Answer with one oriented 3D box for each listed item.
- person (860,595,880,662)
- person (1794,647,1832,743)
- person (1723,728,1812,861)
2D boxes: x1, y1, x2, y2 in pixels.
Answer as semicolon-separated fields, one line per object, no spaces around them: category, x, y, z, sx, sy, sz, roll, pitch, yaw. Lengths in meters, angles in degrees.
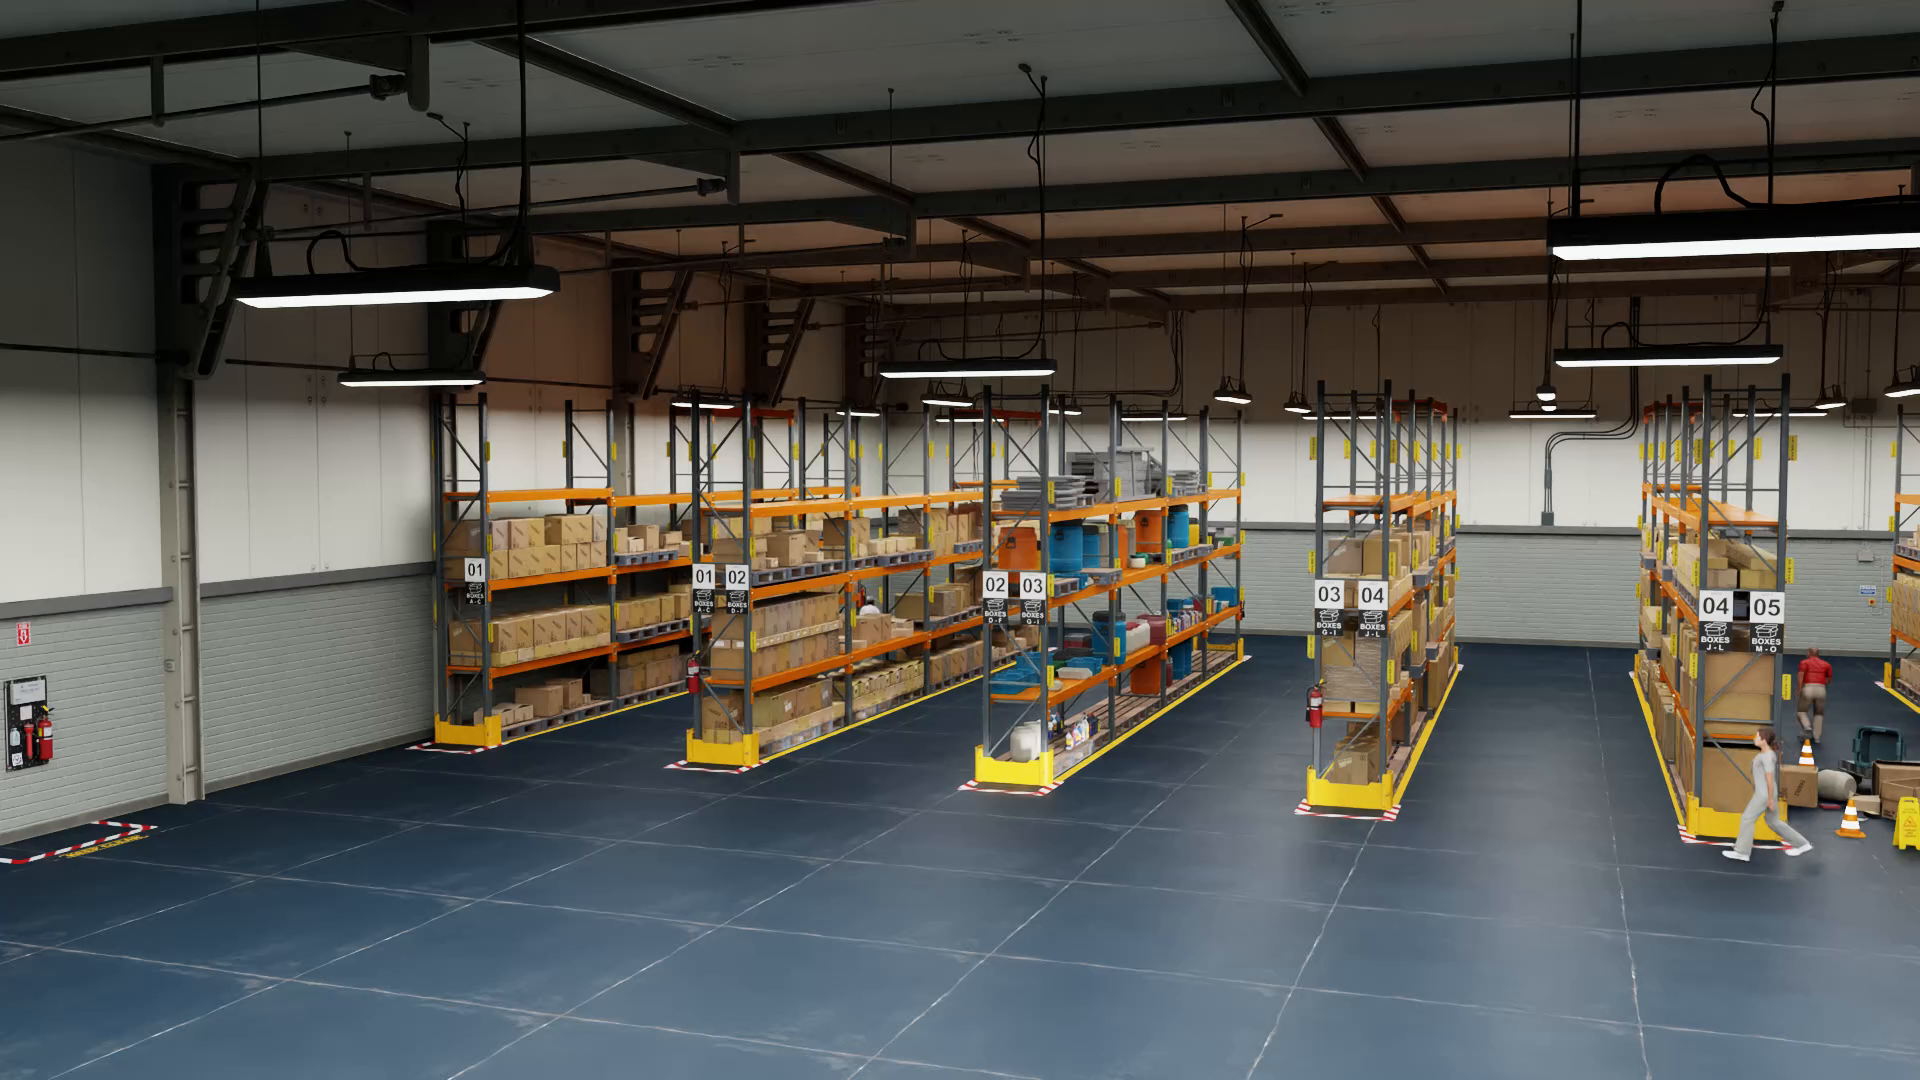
person;-1.994;2.019;37.009;0.511;1.589;0.666;1;3;17
person;14.772;2.666;28.794;0.602;1.616;0.773;1;3;21
person;9.835;3.080;20.226;0.993;1.585;0.445;1;3;20
